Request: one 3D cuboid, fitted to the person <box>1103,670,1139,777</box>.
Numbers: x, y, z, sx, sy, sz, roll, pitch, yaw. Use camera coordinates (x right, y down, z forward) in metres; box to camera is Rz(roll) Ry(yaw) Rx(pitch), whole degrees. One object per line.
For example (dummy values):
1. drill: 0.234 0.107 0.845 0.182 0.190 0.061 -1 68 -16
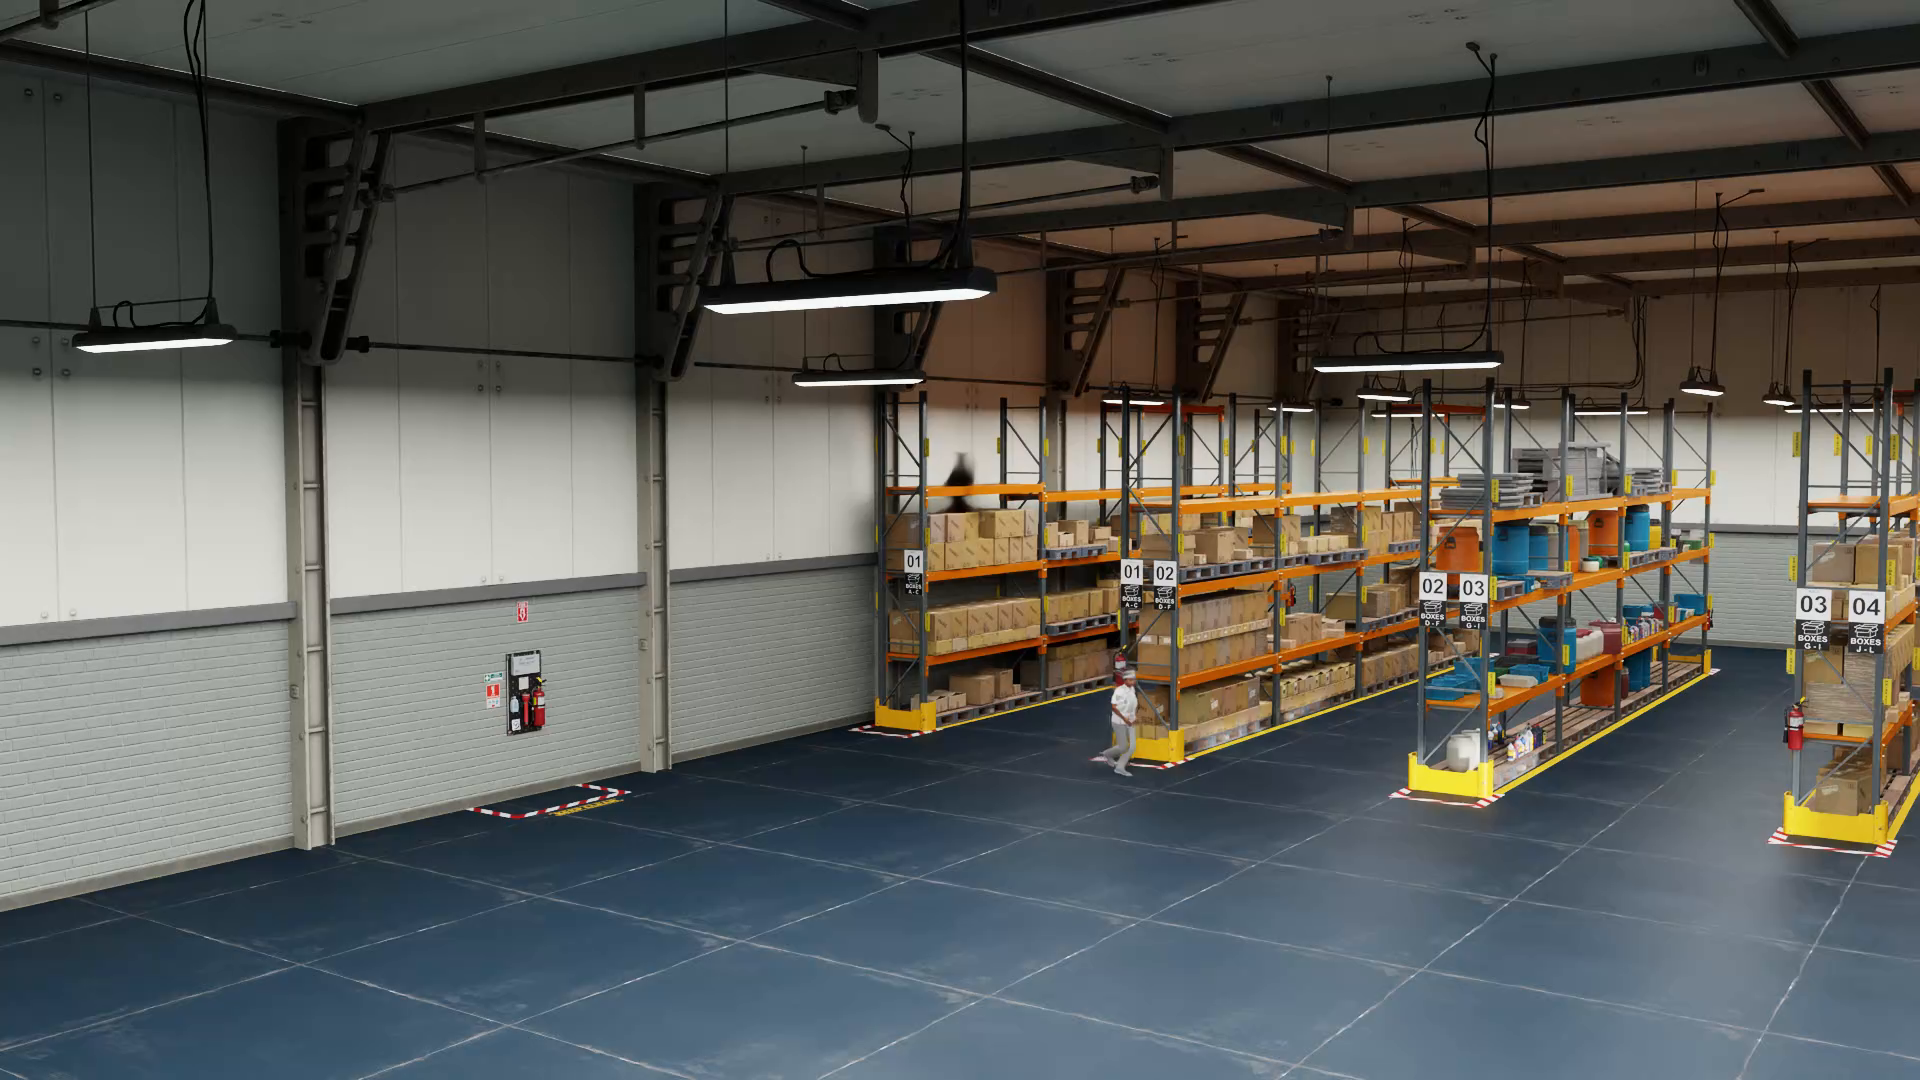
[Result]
1. person: 2.439 2.778 25.493 0.563 1.636 0.614 -3 4 -43
